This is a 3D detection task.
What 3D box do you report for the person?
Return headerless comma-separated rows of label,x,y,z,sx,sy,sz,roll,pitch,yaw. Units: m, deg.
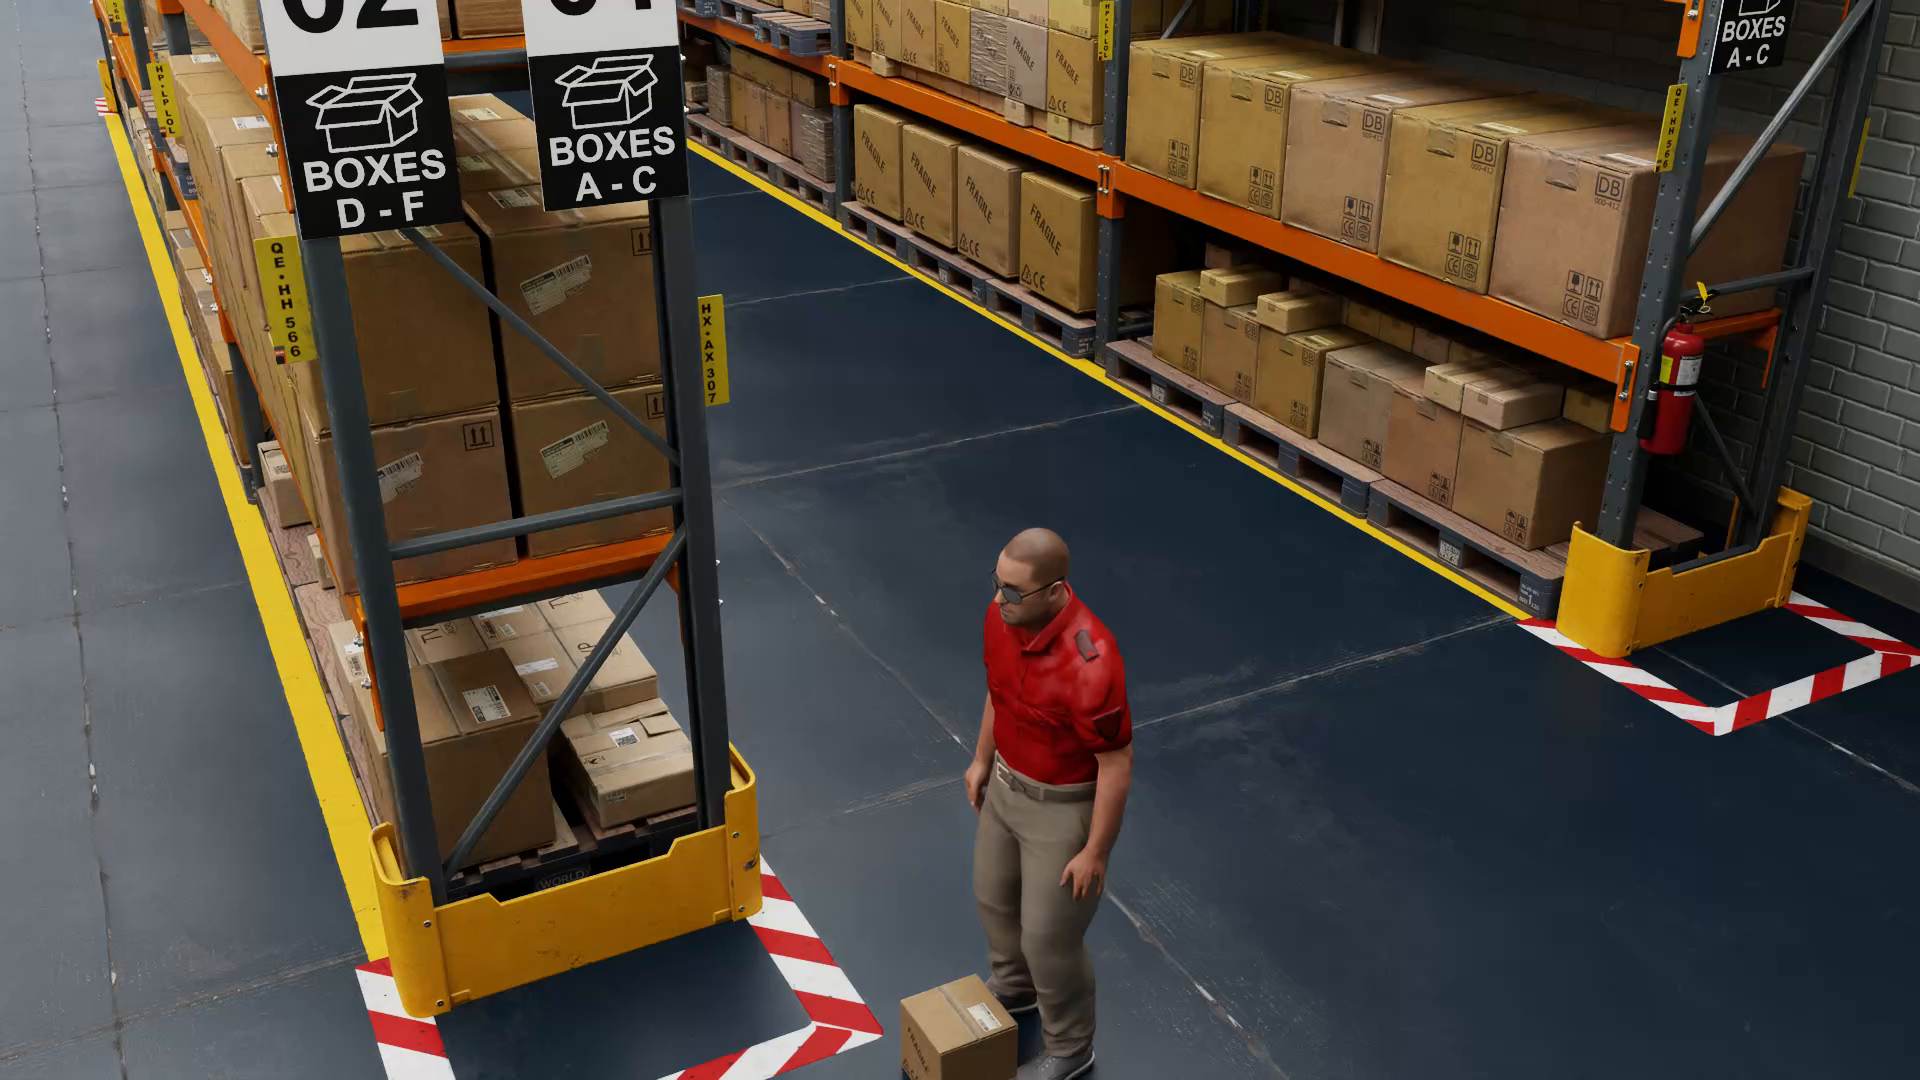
person,0.219,0.736,4.573,0.396,1.727,0.606,-15,29,-28
